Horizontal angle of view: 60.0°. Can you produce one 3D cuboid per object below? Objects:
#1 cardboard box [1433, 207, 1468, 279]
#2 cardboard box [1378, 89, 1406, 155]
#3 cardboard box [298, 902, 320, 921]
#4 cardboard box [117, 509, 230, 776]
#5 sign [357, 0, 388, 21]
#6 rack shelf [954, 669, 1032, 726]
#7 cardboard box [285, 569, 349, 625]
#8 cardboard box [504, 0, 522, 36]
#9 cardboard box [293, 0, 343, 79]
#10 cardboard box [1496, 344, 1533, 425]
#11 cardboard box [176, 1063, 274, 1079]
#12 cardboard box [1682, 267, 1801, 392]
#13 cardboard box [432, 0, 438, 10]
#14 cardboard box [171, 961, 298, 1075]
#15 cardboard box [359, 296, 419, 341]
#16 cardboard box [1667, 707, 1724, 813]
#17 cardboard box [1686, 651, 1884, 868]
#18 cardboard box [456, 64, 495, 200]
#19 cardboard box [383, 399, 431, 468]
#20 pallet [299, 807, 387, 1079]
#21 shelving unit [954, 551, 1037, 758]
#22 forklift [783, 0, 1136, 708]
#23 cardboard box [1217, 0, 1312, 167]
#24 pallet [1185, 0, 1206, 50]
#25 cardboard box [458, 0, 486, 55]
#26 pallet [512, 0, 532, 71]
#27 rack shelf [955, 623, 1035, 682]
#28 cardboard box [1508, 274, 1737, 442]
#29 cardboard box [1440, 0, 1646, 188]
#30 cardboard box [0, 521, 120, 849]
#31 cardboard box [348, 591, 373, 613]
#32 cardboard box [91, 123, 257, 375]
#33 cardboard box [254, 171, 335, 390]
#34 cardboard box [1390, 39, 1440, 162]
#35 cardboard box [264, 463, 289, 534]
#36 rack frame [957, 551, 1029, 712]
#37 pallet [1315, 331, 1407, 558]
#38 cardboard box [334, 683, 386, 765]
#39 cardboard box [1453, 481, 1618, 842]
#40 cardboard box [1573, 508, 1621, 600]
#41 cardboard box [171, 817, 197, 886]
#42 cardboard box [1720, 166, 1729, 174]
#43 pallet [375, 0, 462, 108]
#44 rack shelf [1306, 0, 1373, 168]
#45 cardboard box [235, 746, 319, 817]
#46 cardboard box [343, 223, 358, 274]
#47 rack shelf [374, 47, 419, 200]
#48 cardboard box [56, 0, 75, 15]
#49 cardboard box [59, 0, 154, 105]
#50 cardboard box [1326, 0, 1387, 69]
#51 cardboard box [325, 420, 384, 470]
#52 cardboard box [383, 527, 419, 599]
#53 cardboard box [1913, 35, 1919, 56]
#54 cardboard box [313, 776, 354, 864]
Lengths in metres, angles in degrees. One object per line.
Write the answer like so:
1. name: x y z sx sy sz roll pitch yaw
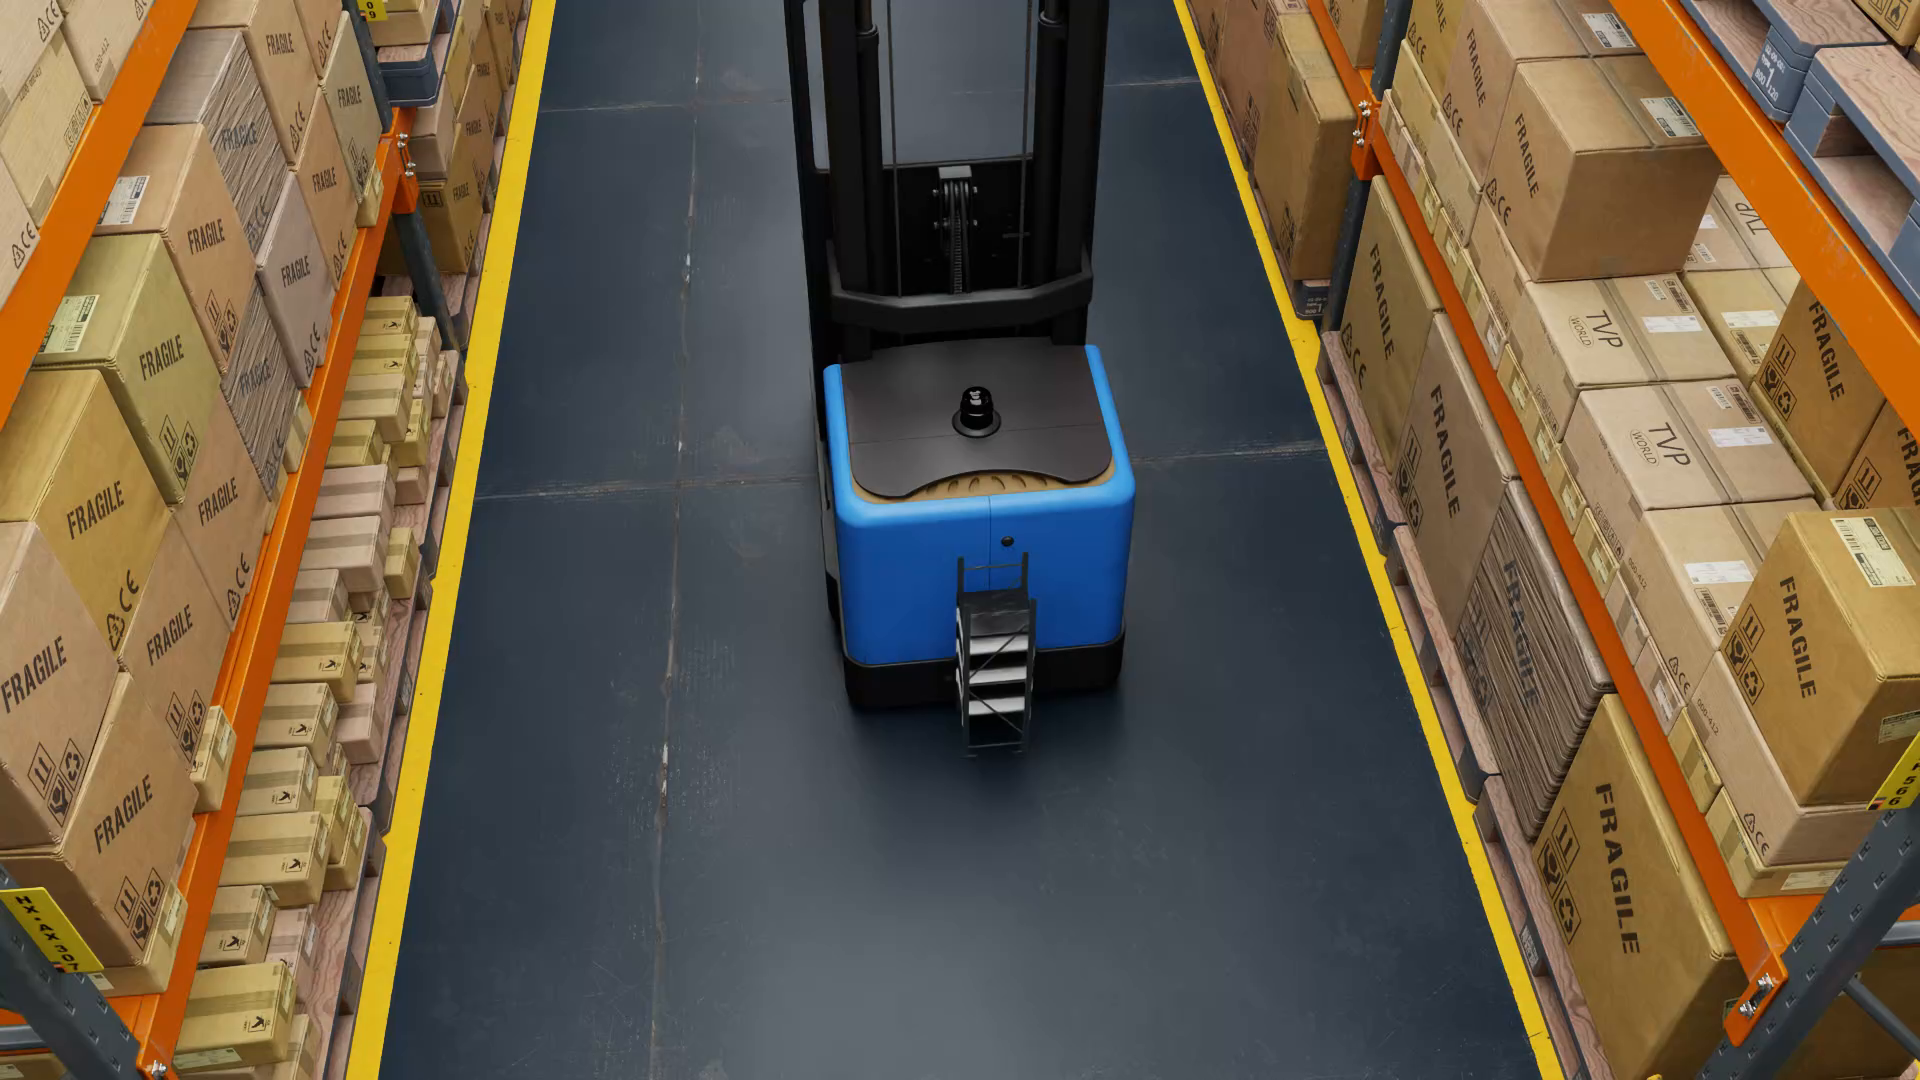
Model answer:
1. cardboard box: 1.948 -1.086 6.022 0.380 0.149 0.250 -5 47 -4
2. cardboard box: 1.879 -1.657 6.563 0.380 0.149 0.250 -3 47 -3
3. cardboard box: -2.286 1.218 5.341 0.380 0.149 0.250 -3 47 -3
4. cardboard box: -2.263 0.281 4.281 0.500 0.500 0.500 -3 47 -3
5. sign: -2.225 -2.086 6.200 0.100 0.325 0.005 -3 47 -3
6. rack shelf: 0.119 0.560 6.024 0.258 0.077 0.200 -5 49 -4
7. cardboard box: -2.382 0.249 5.849 0.380 0.149 0.250 -3 47 -3
8. cardboard box: -2.745 -3.092 9.181 0.500 0.500 0.500 -2 47 -2
9. cardboard box: -2.456 -1.906 5.663 0.500 0.500 0.500 -5 47 -5
10. cardboard box: 2.011 -0.529 5.495 0.380 0.149 0.250 -5 47 -4
11. cardboard box: -2.218 1.484 4.885 0.380 0.149 0.250 -2 47 -2
12. cardboard box: 2.612 -0.615 5.301 0.500 0.250 0.500 -4 47 -4
13. cardboard box: -2.369 -2.321 6.902 0.380 0.149 0.250 -3 47 -3
14. cardboard box: -2.135 1.376 4.782 0.380 0.149 0.250 -5 47 -5
15. cardboard box: -2.476 -0.876 6.915 0.380 0.149 0.250 -2 47 -2
16. cardboard box: 2.139 0.577 4.447 0.380 0.149 0.250 -3 47 -3
17. cardboard box: 2.216 0.531 4.216 0.500 0.250 0.500 -4 47 -4
18. cardboard box: -2.609 -1.968 8.116 0.500 0.500 0.500 -2 47 -1
19. cardboard box: -2.347 -0.419 6.687 0.380 0.149 0.250 -5 47 -5
20. pallet: -2.469 1.459 5.360 1.003 0.211 1.213 -3 47 -3
21. shelving unit: 0.120 0.420 5.862 0.258 0.900 0.210 -5 49 -4
22. forklift: -0.074 -1.461 6.252 1.130 2.935 3.031 -5 47 -5
23. cardboard box: 2.037 -2.500 8.362 1.225 0.875 0.875 -5 47 -5
24. pallet: 1.842 -3.338 9.902 1.003 0.211 1.213 -3 47 -3
25. cardboard box: -2.649 -2.597 8.196 0.500 0.250 0.500 -2 47 -2
26. pallet: -3.036 -3.119 9.695 1.003 0.211 1.213 -3 47 -3
27. rack shelf: 0.121 0.383 5.819 0.258 0.077 0.200 -5 49 -4
28. cardboard box: 2.083 -0.581 5.269 0.500 0.250 0.500 -3 47 -3
29. cardboard box: 2.005 -1.567 5.687 0.500 0.500 0.500 -3 47 -3
30. cardboard box: -2.203 0.323 3.552 0.500 0.500 0.500 -4 47 -4
31. cardboard box: -2.380 0.146 6.151 0.380 0.149 0.250 -5 47 -5
32. cardboard box: -2.319 -0.788 4.604 0.500 0.500 0.500 -5 47 -5
33. cardboard box: -2.360 -0.818 5.321 0.500 0.500 0.500 -4 47 -4
34. cardboard box: 1.964 -1.673 6.303 0.500 0.250 0.500 -4 47 -4
35. cardboard box: -2.312 -0.149 5.134 0.380 0.149 0.250 -2 47 -2
36. rack frame: 0.109 0.344 5.928 0.240 0.900 0.006 -5 49 -4
37. pallet: 2.172 -0.464 7.180 1.003 0.211 1.213 -3 47 -3
38. cardboard box: -2.249 0.662 5.867 0.380 0.149 0.250 -6 47 -5
39. cardboard box: 2.311 0.386 5.629 0.875 0.875 0.875 -3 47 -3
40. cardboard box: 2.076 0.026 4.969 0.380 0.149 0.250 -4 47 -4
41. cardboard box: -2.193 0.795 4.241 0.380 0.149 0.250 -2 47 -2
42. cardboard box: 2.529 -1.607 5.725 0.500 0.500 0.500 -3 47 -3
43. pallet: -2.684 -2.245 7.079 1.003 0.211 1.213 -3 47 -3
44. rack shelf: 2.019 -3.177 8.325 1.077 0.370 4.000 -3 47 -3
45. cardboard box: -2.275 0.820 5.309 0.380 0.149 0.250 -6 47 -5
46. cardboard box: -2.415 -1.094 6.029 0.380 0.149 0.250 -2 47 -2
47. rack shelf: -2.932 -2.949 8.109 1.077 0.370 4.000 -3 47 -3
48. cardboard box: -2.327 -1.450 3.887 0.500 0.250 0.500 -5 47 -5
49. cardboard box: -2.341 -1.303 4.092 0.500 0.250 0.500 -4 47 -3
50. cardboard box: 1.875 -2.334 6.962 0.500 0.500 0.500 -3 47 -3
51. cardboard box: -2.443 -0.322 6.390 0.380 0.149 0.250 -2 47 -2
52. cardboard box: -2.306 0.098 6.402 0.380 0.149 0.250 -4 47 -3
53. cardboard box: 2.497 -1.116 3.384 0.700 0.500 0.500 -5 47 -5
54. cardboard box: -2.207 0.918 5.420 0.380 0.149 0.250 -2 47 -2
